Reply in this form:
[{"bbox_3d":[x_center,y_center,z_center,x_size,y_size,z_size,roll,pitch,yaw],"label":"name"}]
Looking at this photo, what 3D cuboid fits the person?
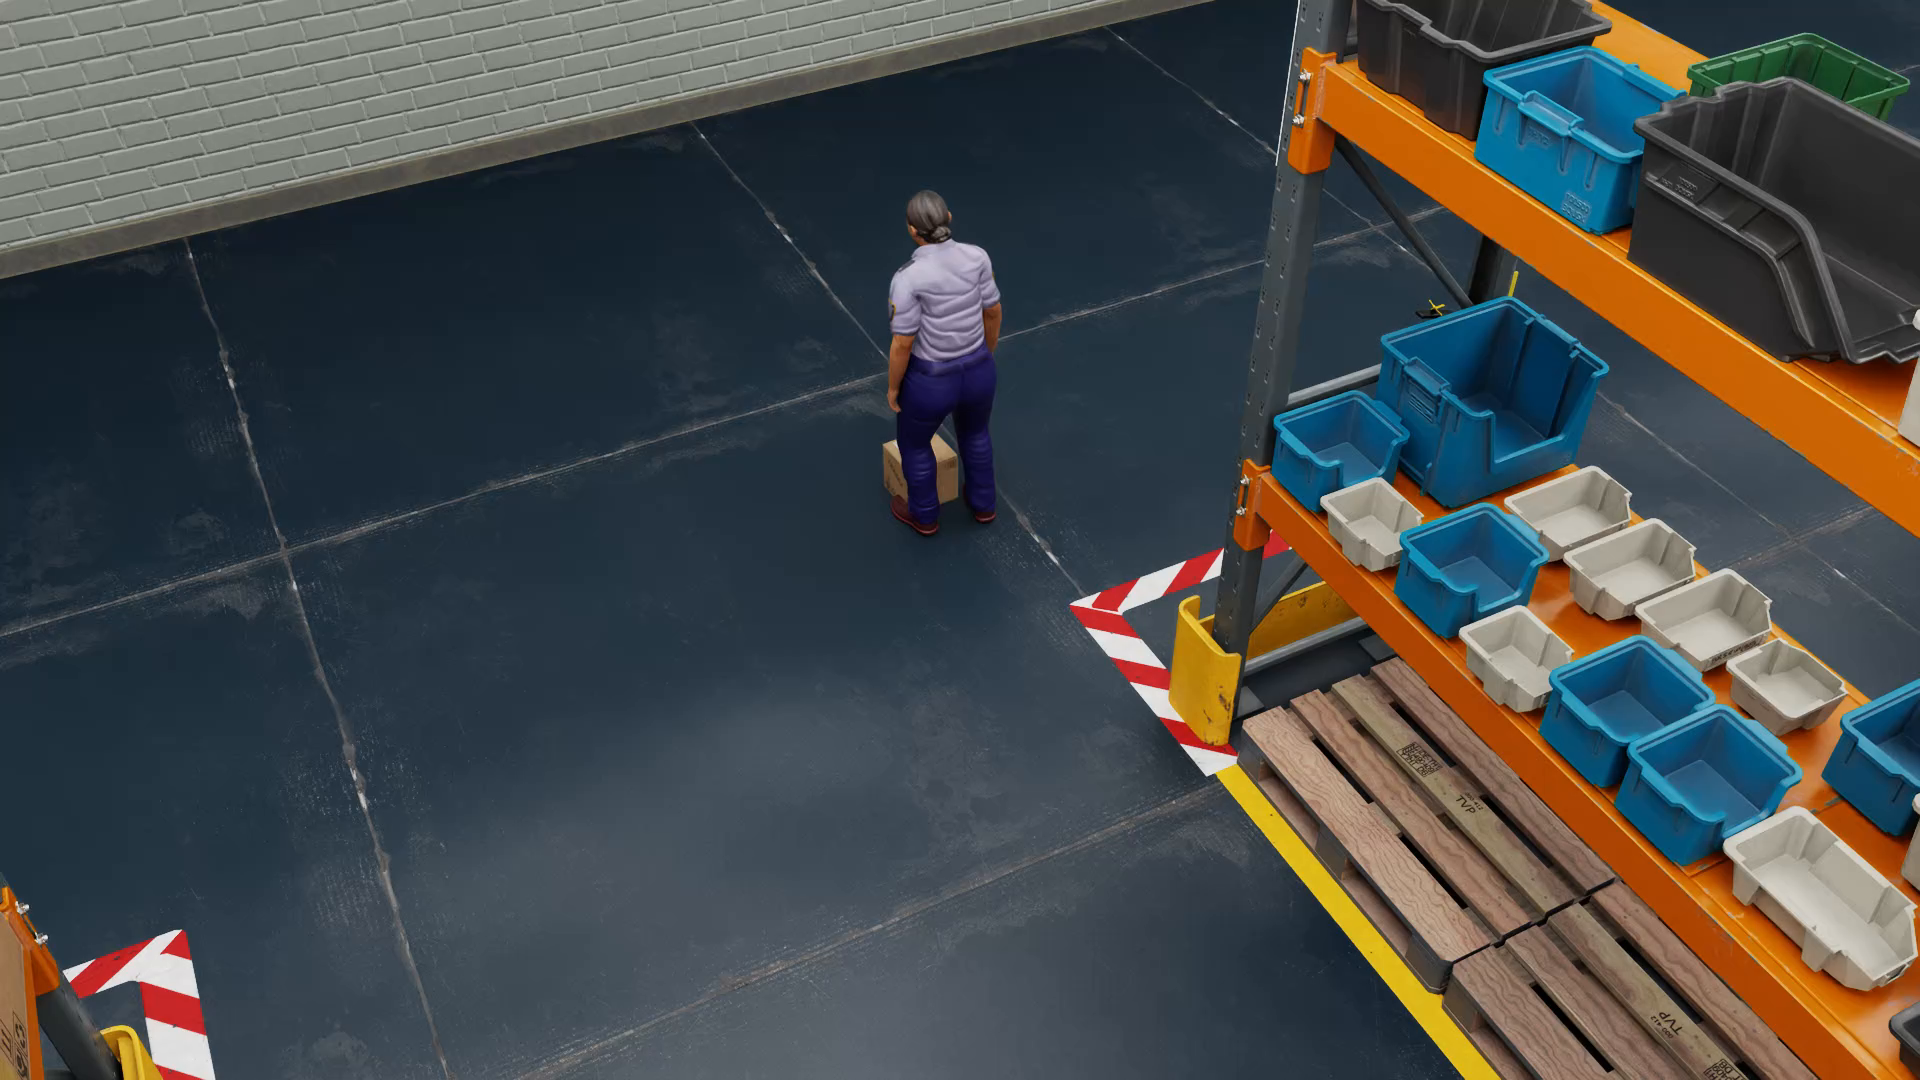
[{"bbox_3d":[-0.076,-0.716,6.974,0.549,1.650,0.425,-21,46,-22],"label":"person"}]
